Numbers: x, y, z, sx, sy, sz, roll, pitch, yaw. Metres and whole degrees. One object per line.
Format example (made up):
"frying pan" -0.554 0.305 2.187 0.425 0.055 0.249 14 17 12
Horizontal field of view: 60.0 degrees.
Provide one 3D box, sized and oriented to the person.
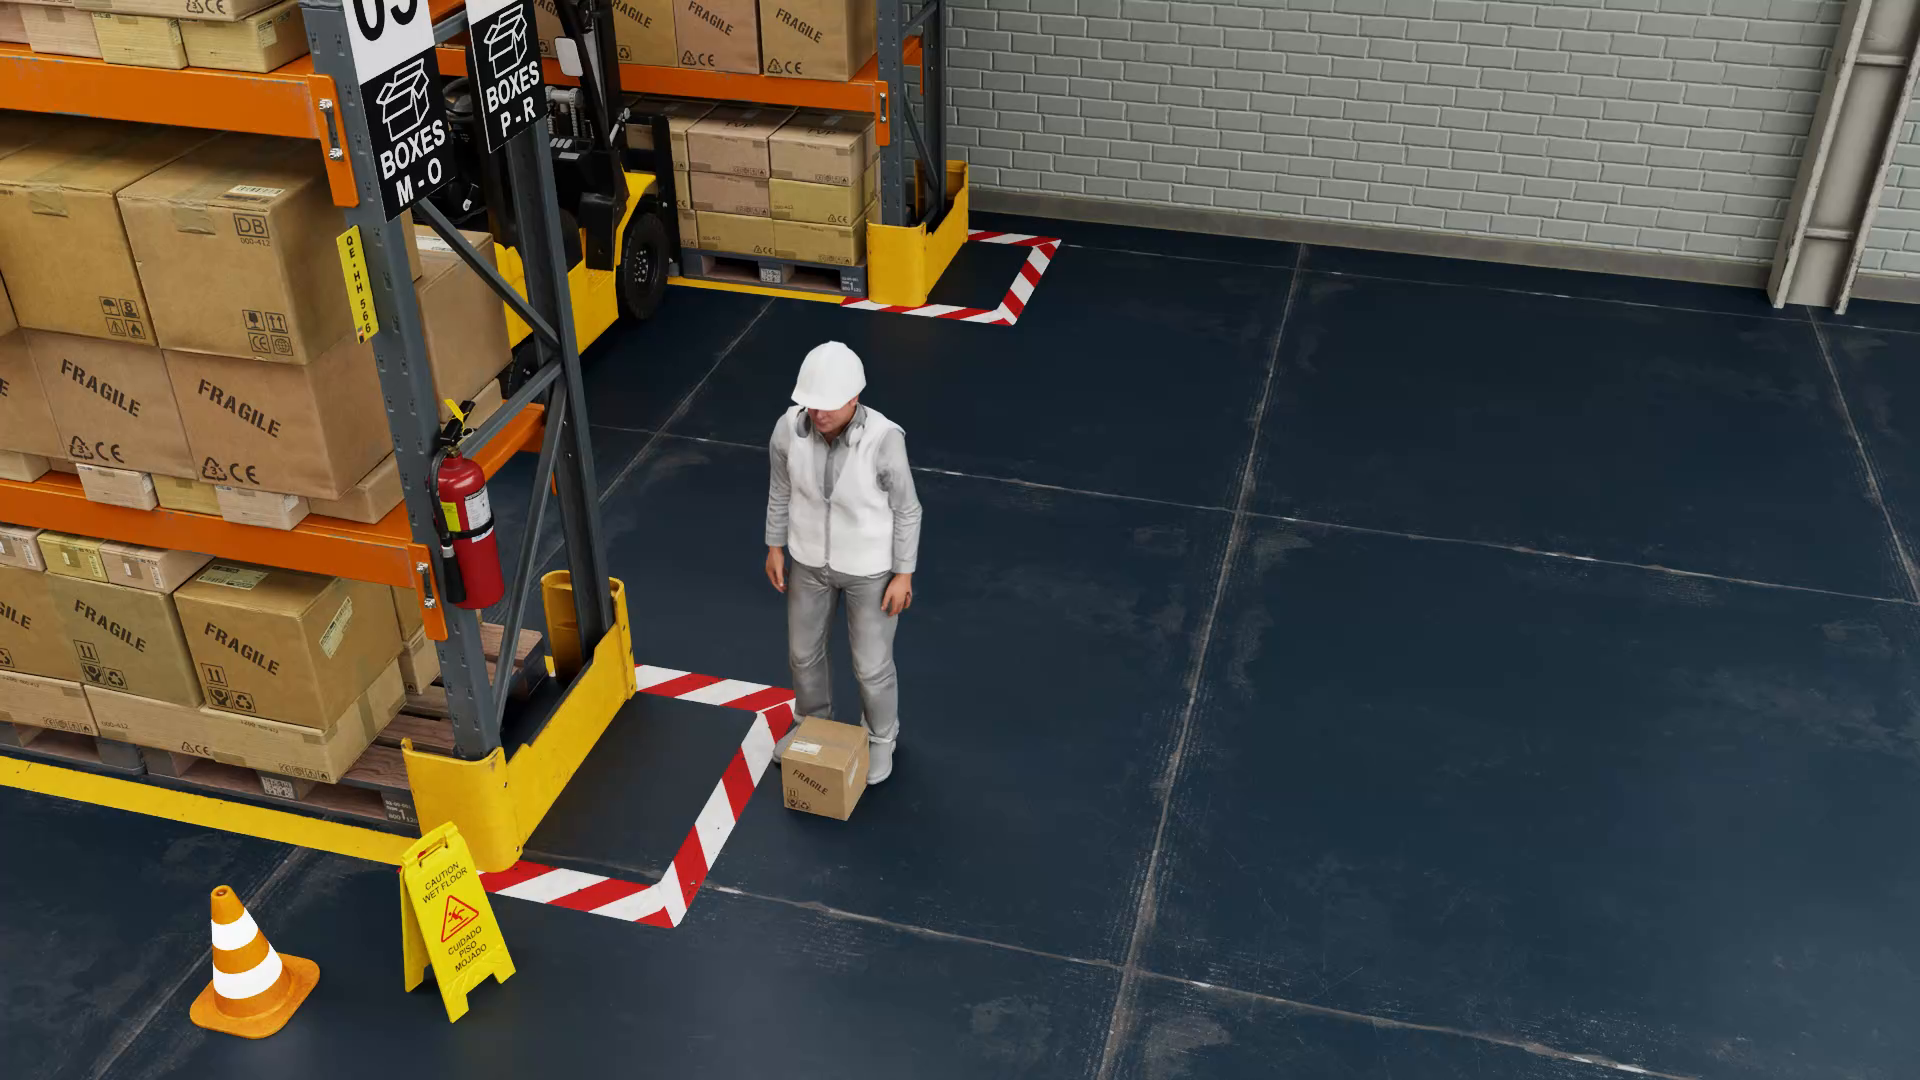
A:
"person" -0.424 0.076 5.997 0.581 1.769 0.460 11 34 17
